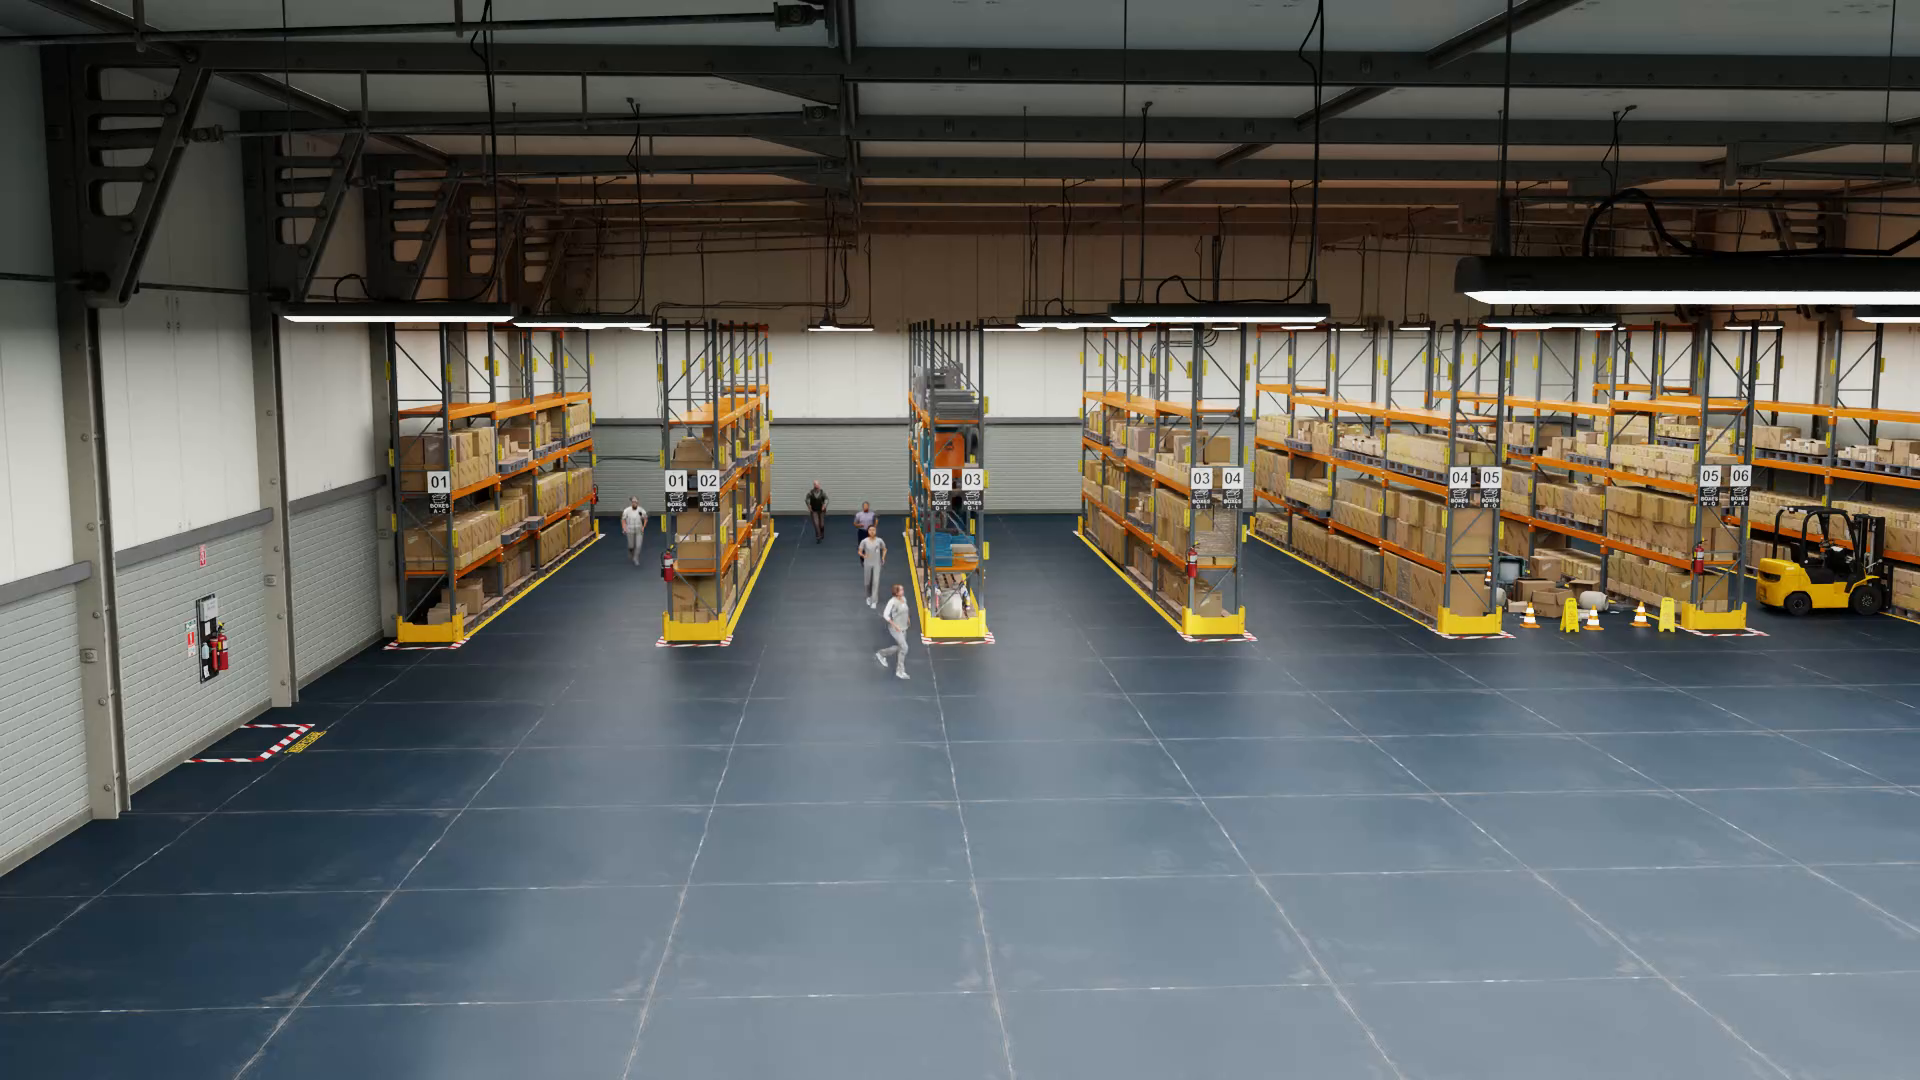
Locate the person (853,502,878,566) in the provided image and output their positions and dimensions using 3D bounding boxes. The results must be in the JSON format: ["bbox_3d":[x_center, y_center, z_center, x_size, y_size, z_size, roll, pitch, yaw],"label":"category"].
[{"bbox_3d":[-2.293,-0.125,40.582,0.612,1.634,0.894,-1,7,-7],"label":"person"}]

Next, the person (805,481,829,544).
[{"bbox_3d":[-3.951,-0.782,45.933,0.674,1.708,0.700,-1,7,-8],"label":"person"}]

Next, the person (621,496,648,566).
[{"bbox_3d":[-8.094,-0.235,41.415,0.655,1.726,0.631,-2,7,-13],"label":"person"}]

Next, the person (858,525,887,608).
[{"bbox_3d":[-1.739,0.515,33.231,0.575,1.646,0.740,-1,7,-5],"label":"person"}]

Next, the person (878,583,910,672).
[{"bbox_3d":[-1.117,1.457,27.911,0.595,1.494,0.555,5,8,33],"label":"person"}]
